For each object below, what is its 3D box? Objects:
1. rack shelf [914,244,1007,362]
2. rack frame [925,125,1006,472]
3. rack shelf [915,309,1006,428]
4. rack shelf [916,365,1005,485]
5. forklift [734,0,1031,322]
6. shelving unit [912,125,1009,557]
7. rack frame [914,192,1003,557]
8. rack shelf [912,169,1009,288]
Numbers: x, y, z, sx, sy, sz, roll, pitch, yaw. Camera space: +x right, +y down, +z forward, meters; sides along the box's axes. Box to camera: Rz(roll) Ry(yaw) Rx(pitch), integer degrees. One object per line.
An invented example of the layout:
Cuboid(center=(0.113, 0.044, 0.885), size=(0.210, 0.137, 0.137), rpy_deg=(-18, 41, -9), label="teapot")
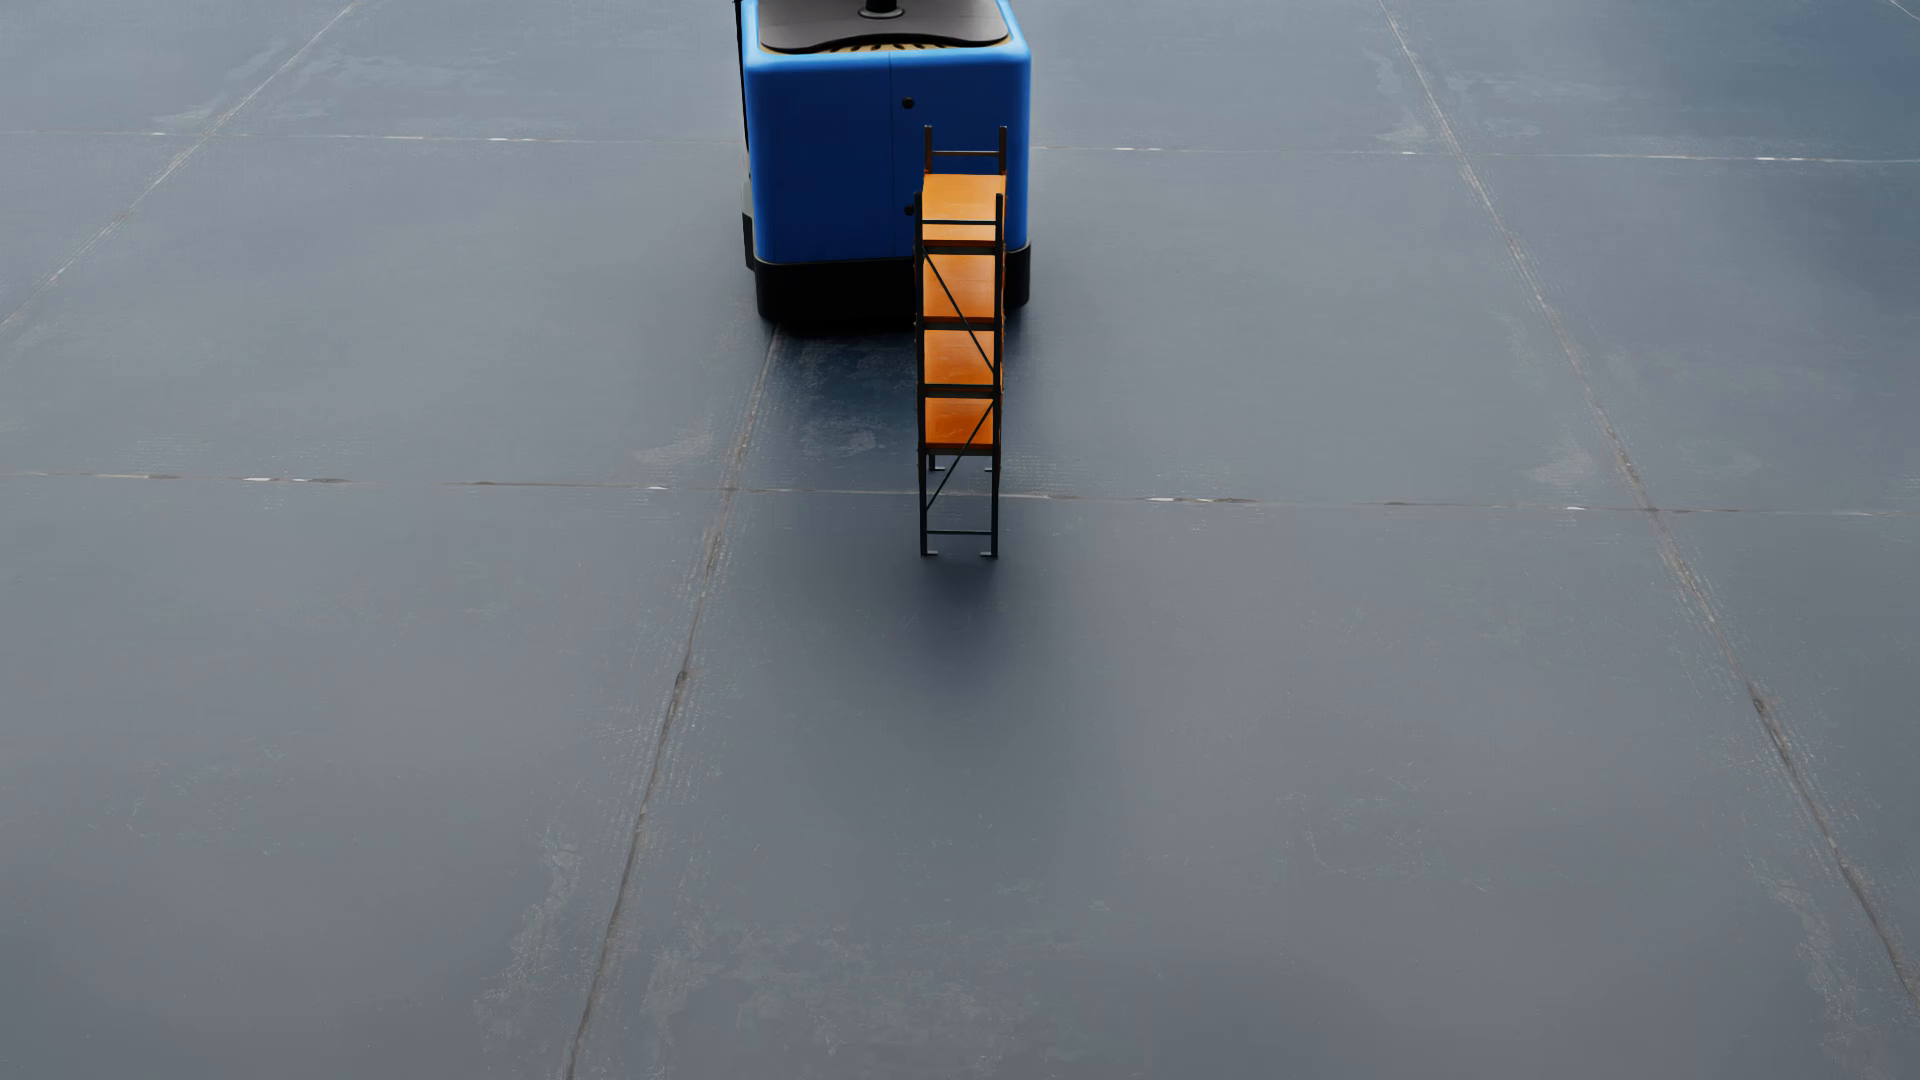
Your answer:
Cuboid(center=(0.007, -0.714, 4.950), size=(0.258, 0.148, 0.480), rpy_deg=(1, 35, 2), label="rack shelf")
Cuboid(center=(0.016, -0.726, 5.240), size=(0.240, 1.200, 0.015), rpy_deg=(1, 35, 2), label="rack frame")
Cuboid(center=(0.007, -0.531, 5.079), size=(0.258, 0.148, 0.480), rpy_deg=(1, 35, 2), label="rack shelf")
Cuboid(center=(0.007, -0.368, 5.193), size=(0.258, 0.148, 0.480), rpy_deg=(1, 35, 2), label="rack shelf")
Cuboid(center=(-0.419, -2.857, 6.766), size=(1.130, 2.935, 3.031), rpy_deg=(-4, 35, -6), label="forklift")
Cuboid(center=(0.007, -0.586, 5.040), size=(0.258, 1.200, 0.503), rpy_deg=(1, 35, 2), label="shelving unit")
Cuboid(center=(-0.003, -0.446, 4.841), size=(0.240, 1.200, 0.015), rpy_deg=(1, 35, 2), label="rack frame")
Cuboid(center=(0.007, -0.907, 4.814), size=(0.258, 0.148, 0.480), rpy_deg=(1, 35, 2), label="rack shelf")
